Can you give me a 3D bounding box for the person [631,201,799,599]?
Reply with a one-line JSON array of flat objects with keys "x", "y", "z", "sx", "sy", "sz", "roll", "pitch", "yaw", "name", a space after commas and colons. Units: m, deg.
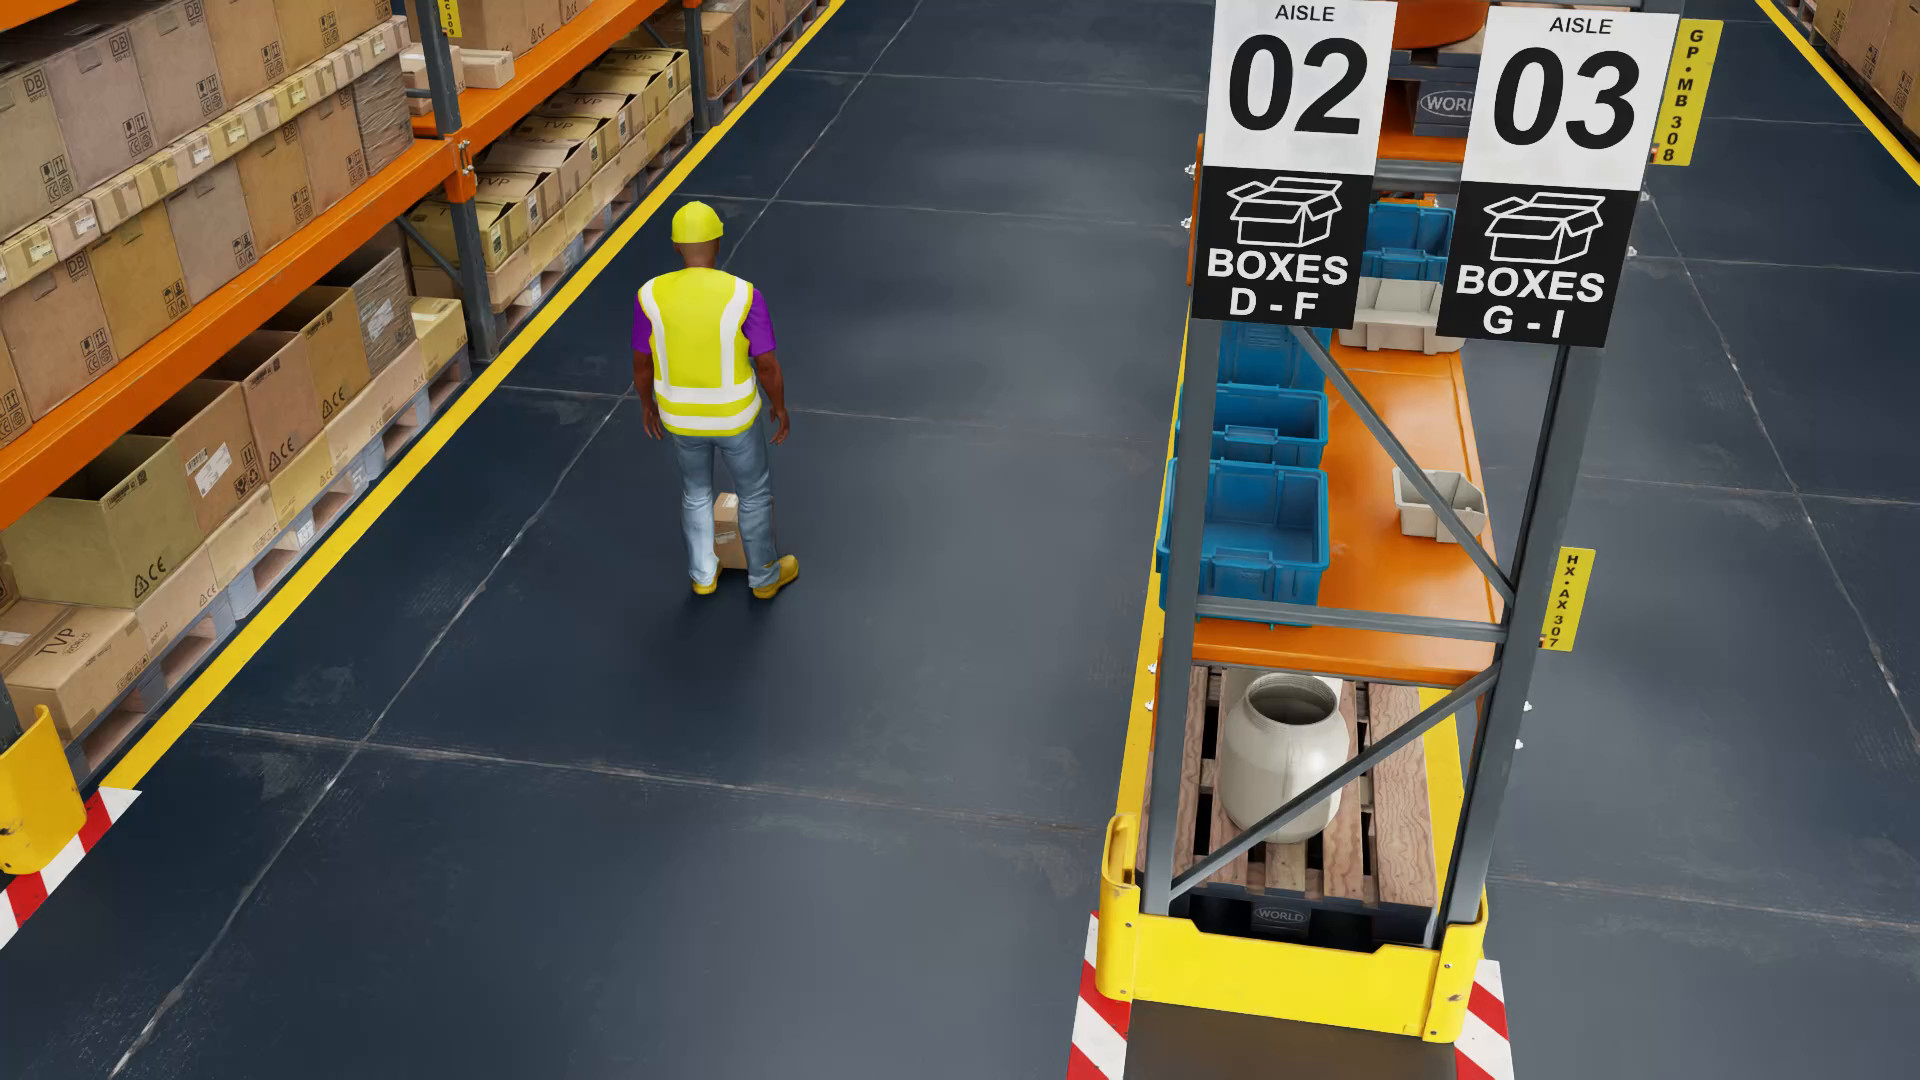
[{"x": -1.037, "y": -0.558, "z": 7.007, "sx": 0.633, "sy": 1.759, "sz": 0.461, "roll": 4, "pitch": 32, "yaw": 6, "name": "person"}]
